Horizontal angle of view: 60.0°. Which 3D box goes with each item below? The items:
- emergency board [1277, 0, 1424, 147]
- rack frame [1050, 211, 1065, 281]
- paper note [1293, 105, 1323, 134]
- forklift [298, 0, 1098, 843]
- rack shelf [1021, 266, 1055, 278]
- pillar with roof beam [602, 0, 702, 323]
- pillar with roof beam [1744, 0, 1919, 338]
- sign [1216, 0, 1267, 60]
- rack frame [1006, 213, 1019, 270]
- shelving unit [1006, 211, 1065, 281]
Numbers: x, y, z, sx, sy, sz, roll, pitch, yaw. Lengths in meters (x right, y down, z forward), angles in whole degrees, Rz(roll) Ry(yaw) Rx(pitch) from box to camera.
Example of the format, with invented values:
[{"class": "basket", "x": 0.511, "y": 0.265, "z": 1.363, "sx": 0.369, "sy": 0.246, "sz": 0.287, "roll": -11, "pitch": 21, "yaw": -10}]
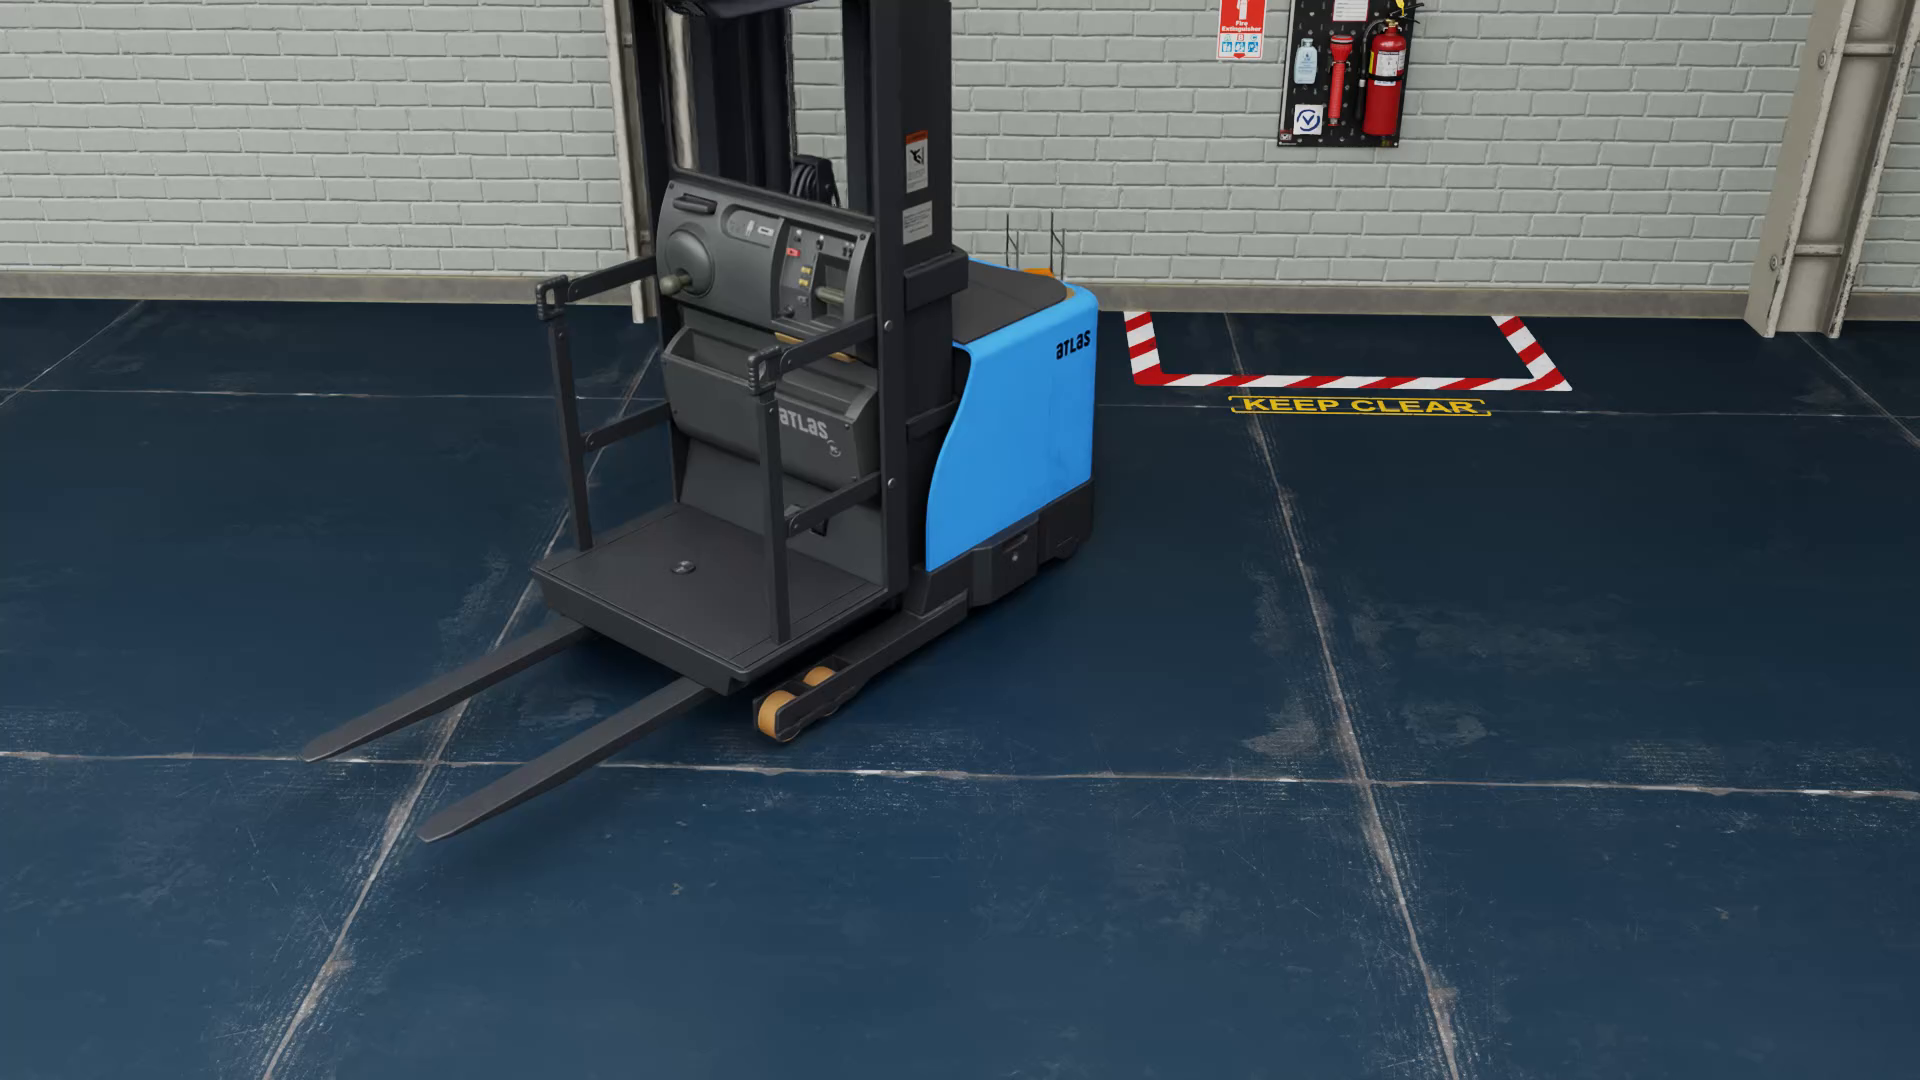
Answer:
[{"class": "emergency board", "x": 1.972, "y": -2.523, "z": 8.306, "sx": 0.643, "sy": 1.169, "sz": 0.194, "roll": 1, "pitch": 28, "yaw": 2}, {"class": "rack frame", "x": 0.388, "y": -0.738, "z": 6.860, "sx": 0.006, "sy": 1.200, "sz": 0.240, "roll": -4, "pitch": 28, "yaw": -8}, {"class": "paper note", "x": 1.797, "y": -2.169, "z": 8.579, "sx": 0.142, "sy": 0.148, "sz": 0.016, "roll": 1, "pitch": 28, "yaw": 2}, {"class": "forklift", "x": -0.791, "y": -0.894, "z": 5.308, "sx": 1.130, "sy": 2.935, "sz": 3.031, "roll": 21, "pitch": 34, "yaw": 34}, {"class": "rack shelf", "x": 0.297, "y": -1.010, "z": 6.700, "sx": 0.180, "sy": 0.103, "sz": 0.258, "roll": -4, "pitch": 28, "yaw": -8}, {"class": "pillar with roof beam", "x": -1.708, "y": -3.199, "z": 3.176, "sx": 0.400, "sy": 9.000, "sz": 9.100, "roll": 1, "pitch": 28, "yaw": 2}, {"class": "pillar with roof beam", "x": 4.288, "y": -3.099, "z": 2.989, "sx": 0.400, "sy": 9.000, "sz": 9.100, "roll": 1, "pitch": 28, "yaw": 2}, {"class": "sign", "x": 1.423, "y": -2.596, "z": 8.406, "sx": 0.234, "sy": 0.329, "sz": 0.001, "roll": 1, "pitch": 28, "yaw": 2}, {"class": "rack frame", "x": 0.207, "y": -0.724, "z": 6.835, "sx": 0.006, "sy": 1.200, "sz": 0.240, "roll": -4, "pitch": 28, "yaw": -8}, {"class": "shelving unit", "x": 0.297, "y": -0.731, "z": 6.848, "sx": 0.189, "sy": 1.200, "sz": 0.258, "roll": -4, "pitch": 28, "yaw": -8}]
